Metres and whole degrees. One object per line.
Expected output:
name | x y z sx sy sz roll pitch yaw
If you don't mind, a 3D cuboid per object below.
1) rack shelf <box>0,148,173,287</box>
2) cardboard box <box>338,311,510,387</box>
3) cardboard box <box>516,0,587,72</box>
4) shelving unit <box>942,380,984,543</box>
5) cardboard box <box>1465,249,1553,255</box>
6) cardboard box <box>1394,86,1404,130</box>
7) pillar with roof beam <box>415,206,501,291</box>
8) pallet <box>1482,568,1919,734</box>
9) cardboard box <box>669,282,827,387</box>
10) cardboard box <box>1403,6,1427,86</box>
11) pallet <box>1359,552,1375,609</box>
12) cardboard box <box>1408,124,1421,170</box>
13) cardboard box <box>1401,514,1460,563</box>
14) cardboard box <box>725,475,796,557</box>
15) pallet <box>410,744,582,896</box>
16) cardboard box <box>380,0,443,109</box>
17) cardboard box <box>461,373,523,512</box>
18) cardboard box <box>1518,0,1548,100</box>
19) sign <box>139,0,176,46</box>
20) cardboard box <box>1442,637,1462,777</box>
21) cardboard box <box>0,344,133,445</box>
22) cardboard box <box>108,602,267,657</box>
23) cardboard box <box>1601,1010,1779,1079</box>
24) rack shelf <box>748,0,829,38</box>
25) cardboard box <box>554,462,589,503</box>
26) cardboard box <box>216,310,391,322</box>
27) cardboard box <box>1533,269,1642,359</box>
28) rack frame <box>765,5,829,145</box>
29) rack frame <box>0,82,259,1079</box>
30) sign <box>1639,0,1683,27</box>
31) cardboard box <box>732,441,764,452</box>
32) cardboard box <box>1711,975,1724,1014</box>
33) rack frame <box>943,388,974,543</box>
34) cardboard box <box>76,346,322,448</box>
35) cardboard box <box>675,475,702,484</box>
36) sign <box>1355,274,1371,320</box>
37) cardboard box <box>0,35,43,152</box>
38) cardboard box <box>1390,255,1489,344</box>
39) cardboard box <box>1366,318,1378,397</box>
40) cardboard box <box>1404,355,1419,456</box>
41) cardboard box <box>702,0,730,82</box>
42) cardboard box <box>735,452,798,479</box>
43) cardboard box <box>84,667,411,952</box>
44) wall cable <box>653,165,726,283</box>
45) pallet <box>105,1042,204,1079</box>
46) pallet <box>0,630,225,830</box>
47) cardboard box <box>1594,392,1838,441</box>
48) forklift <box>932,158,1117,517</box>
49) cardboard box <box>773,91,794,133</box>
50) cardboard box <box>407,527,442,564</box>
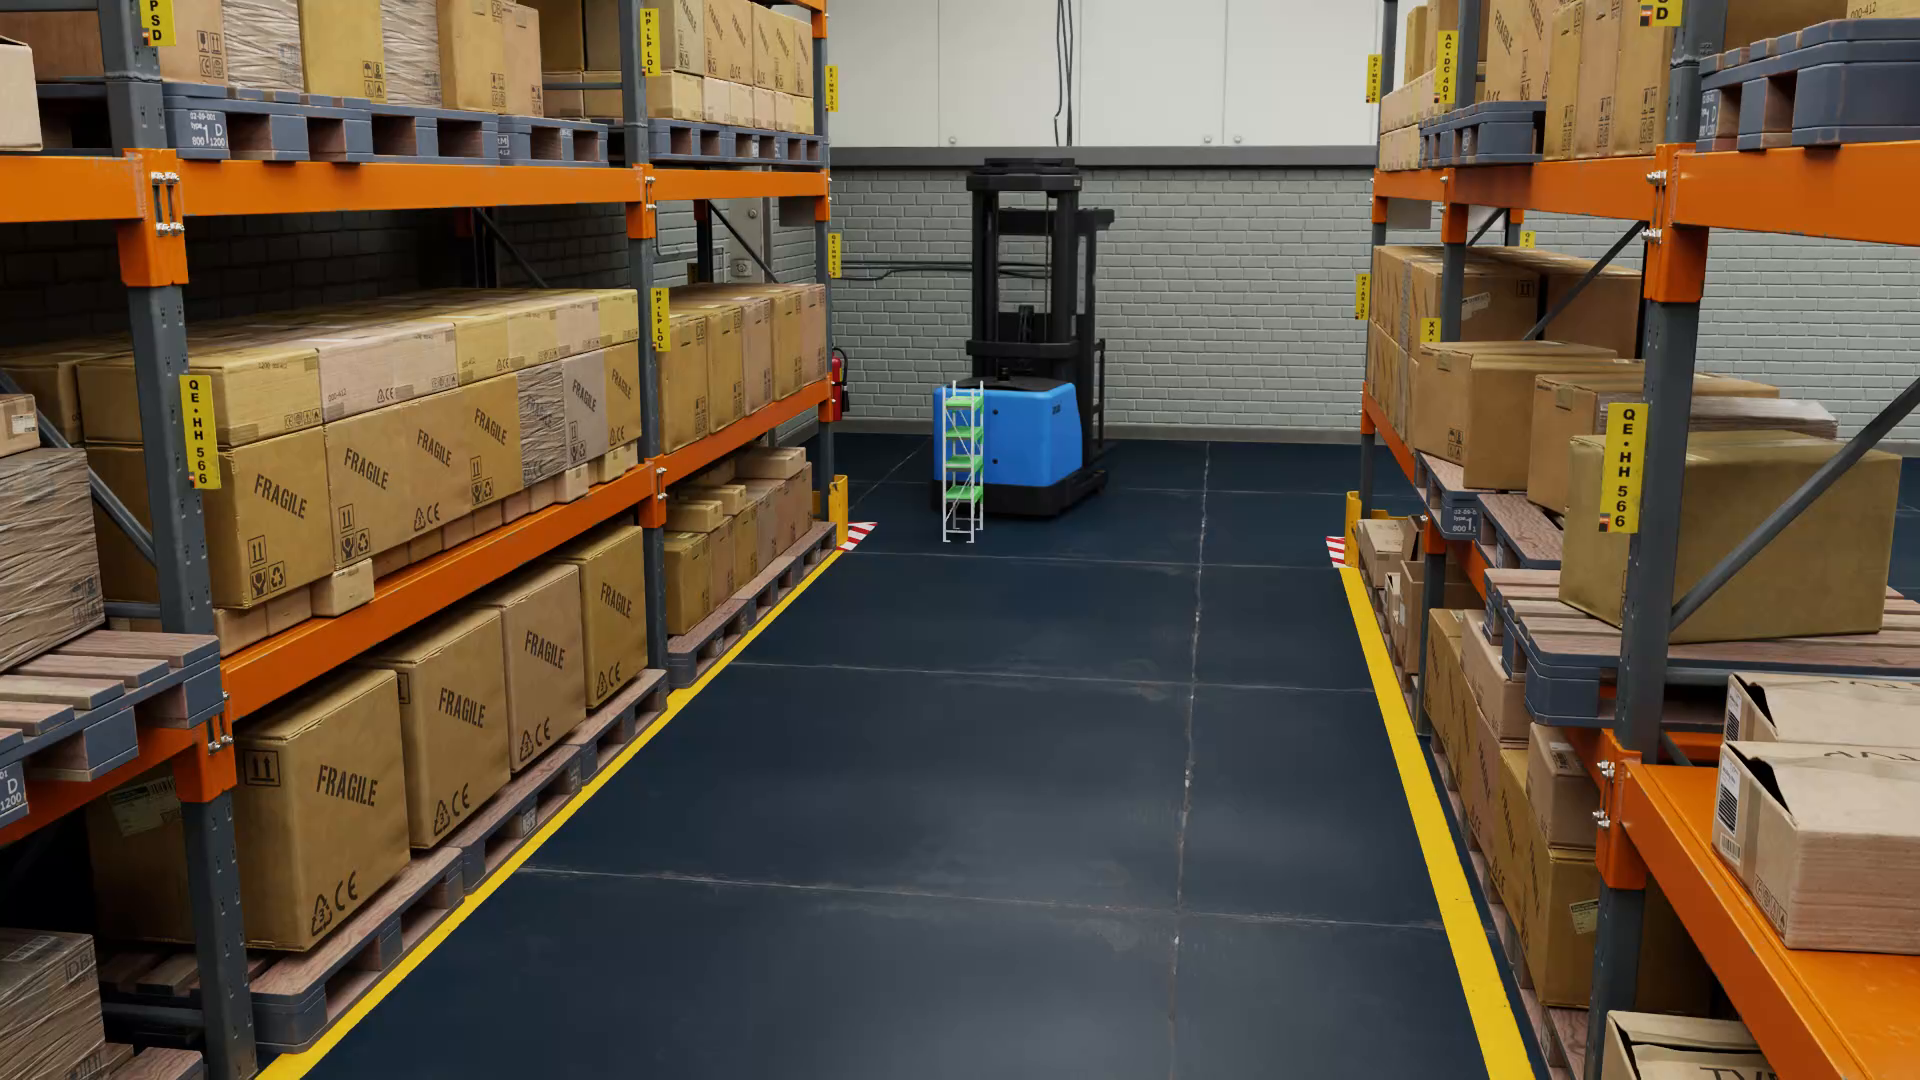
rack shelf | -3.012 -0.493 2.748 1.077 0.370 4.000 2 12 9
cardboard box | -2.152 -0.774 6.694 0.500 0.250 0.500 2 12 7
cardboard box | -2.212 -2.794 9.059 0.500 0.500 0.500 2 12 8
shelving unit | 0.025 -0.621 13.027 0.258 1.200 0.503 2 12 9
cardboard box | 3.548 -1.631 10.831 0.500 0.500 0.500 2 12 10
cardboard box | 2.931 -2.631 10.130 0.500 0.250 0.500 2 12 9
pillar with roof beam | 1.418 -3.594 8.311 9.100 9.000 0.400 2 12 9
pallet | 2.226 0.316 4.864 1.213 0.211 1.003 2 12 9
cardboard box | -1.542 -1.500 12.122 0.980 0.700 0.700 2 12 11
cardboard box | 3.198 -3.095 10.505 0.700 0.500 0.500 2 12 9
pallet | 3.288 0.245 11.356 1.003 0.211 1.213 2 12 9
cardboard box | 2.774 -2.178 9.218 0.500 0.250 0.500 2 12 9
cardboard box | 3.090 0.147 10.075 0.797 0.503 0.637 2 12 9
cardboard box | -1.559 -0.190 11.692 0.700 0.500 0.500 2 12 8
pallet | -2.318 1.154 7.139 1.003 0.211 1.213 2 12 9
cardboard box | -2.495 -1.958 6.556 0.700 0.500 0.500 2 12 9
cardboard box | -2.137 -0.412 6.794 0.500 0.500 0.500 2 12 10
cardboard box | 2.576 -1.995 6.537 0.600 0.600 0.600 2 12 8
sign | -2.168 -1.496 4.466 0.100 0.325 0.005 2 12 9
cardboard box | 2.420 0.744 7.312 0.500 0.500 0.500 2 12 9
cardboard box | -2.890 -0.468 5.274 0.500 0.250 0.500 2 12 10
cardboard box | -2.424 0.257 5.227 0.380 0.149 0.250 2 12 8
cardboard box | 1.821 1.329 3.903 0.500 0.311 0.500 2 12 11
rack shelf | -1.781 -3.429 10.201 1.077 0.370 4.000 2 12 9
cardboard box | -1.943 -0.272 7.684 0.380 0.149 0.250 2 12 9
cardboard box | -2.647 -0.788 6.761 0.500 0.250 0.500 2 12 7
cardboard box | 3.157 -1.094 8.339 0.500 0.500 0.500 2 12 10
rack frame | -1.474 -4.393 12.015 1.000 3.000 0.127 2 12 9
rack frame | -2.704 0.205 4.920 1.000 3.000 0.127 2 12 9
sign | 1.656 -1.372 3.892 0.100 0.325 0.005 2 12 9
cardboard box | -1.661 -0.644 12.258 0.380 0.149 0.250 2 12 9
cardboard box | 2.619 1.177 5.299 0.500 0.500 0.500 1 12 7
rack frame | -0.012 -0.570 12.791 0.240 1.200 0.015 2 12 9
cardboard box | -2.375 -0.457 5.225 0.500 0.250 0.500 2 12 10
cardboard box | -1.893 -0.327 10.788 0.380 0.149 0.250 2 12 8
sign | 2.886 -1.741 11.896 0.100 0.325 0.005 2 12 9
cardboard box | -2.548 -1.068 3.875 0.500 0.311 0.500 2 12 9
cardboard box | 2.861 -1.435 9.922 0.500 0.500 0.500 2 12 8
cardboard box | 3.093 -1.265 11.507 0.500 0.500 0.500 2 12 10
cardboard box | 2.708 -0.736 9.052 0.500 0.500 0.500 2 12 10
cardboard box | -1.629 -2.887 9.494 0.500 0.500 0.500 2 12 7
cardboard box | -1.361 -0.525 11.709 0.380 0.149 0.250 2 12 10
cardboard box | -2.461 0.902 5.793 0.750 0.750 0.750 2 12 8
wall cable | -2.211 -2.254 13.919 0.084 1.984 1.851 2 12 9
pallet | -2.826 1.731 4.459 1.003 0.211 1.213 2 12 9
pallet | -2.708 0.451 4.236 1.213 0.211 1.003 2 12 9
cardboard box | 2.506 -0.208 5.604 0.700 0.500 0.500 4 13 19
forklift | 0.726 -1.892 14.813 1.130 2.935 3.031 4 13 19
cardboard box | -1.403 -2.838 11.042 0.500 0.250 0.500 1 12 7
cardboard box | -2.254 -0.011 6.475 0.380 0.149 0.250 2 12 10
